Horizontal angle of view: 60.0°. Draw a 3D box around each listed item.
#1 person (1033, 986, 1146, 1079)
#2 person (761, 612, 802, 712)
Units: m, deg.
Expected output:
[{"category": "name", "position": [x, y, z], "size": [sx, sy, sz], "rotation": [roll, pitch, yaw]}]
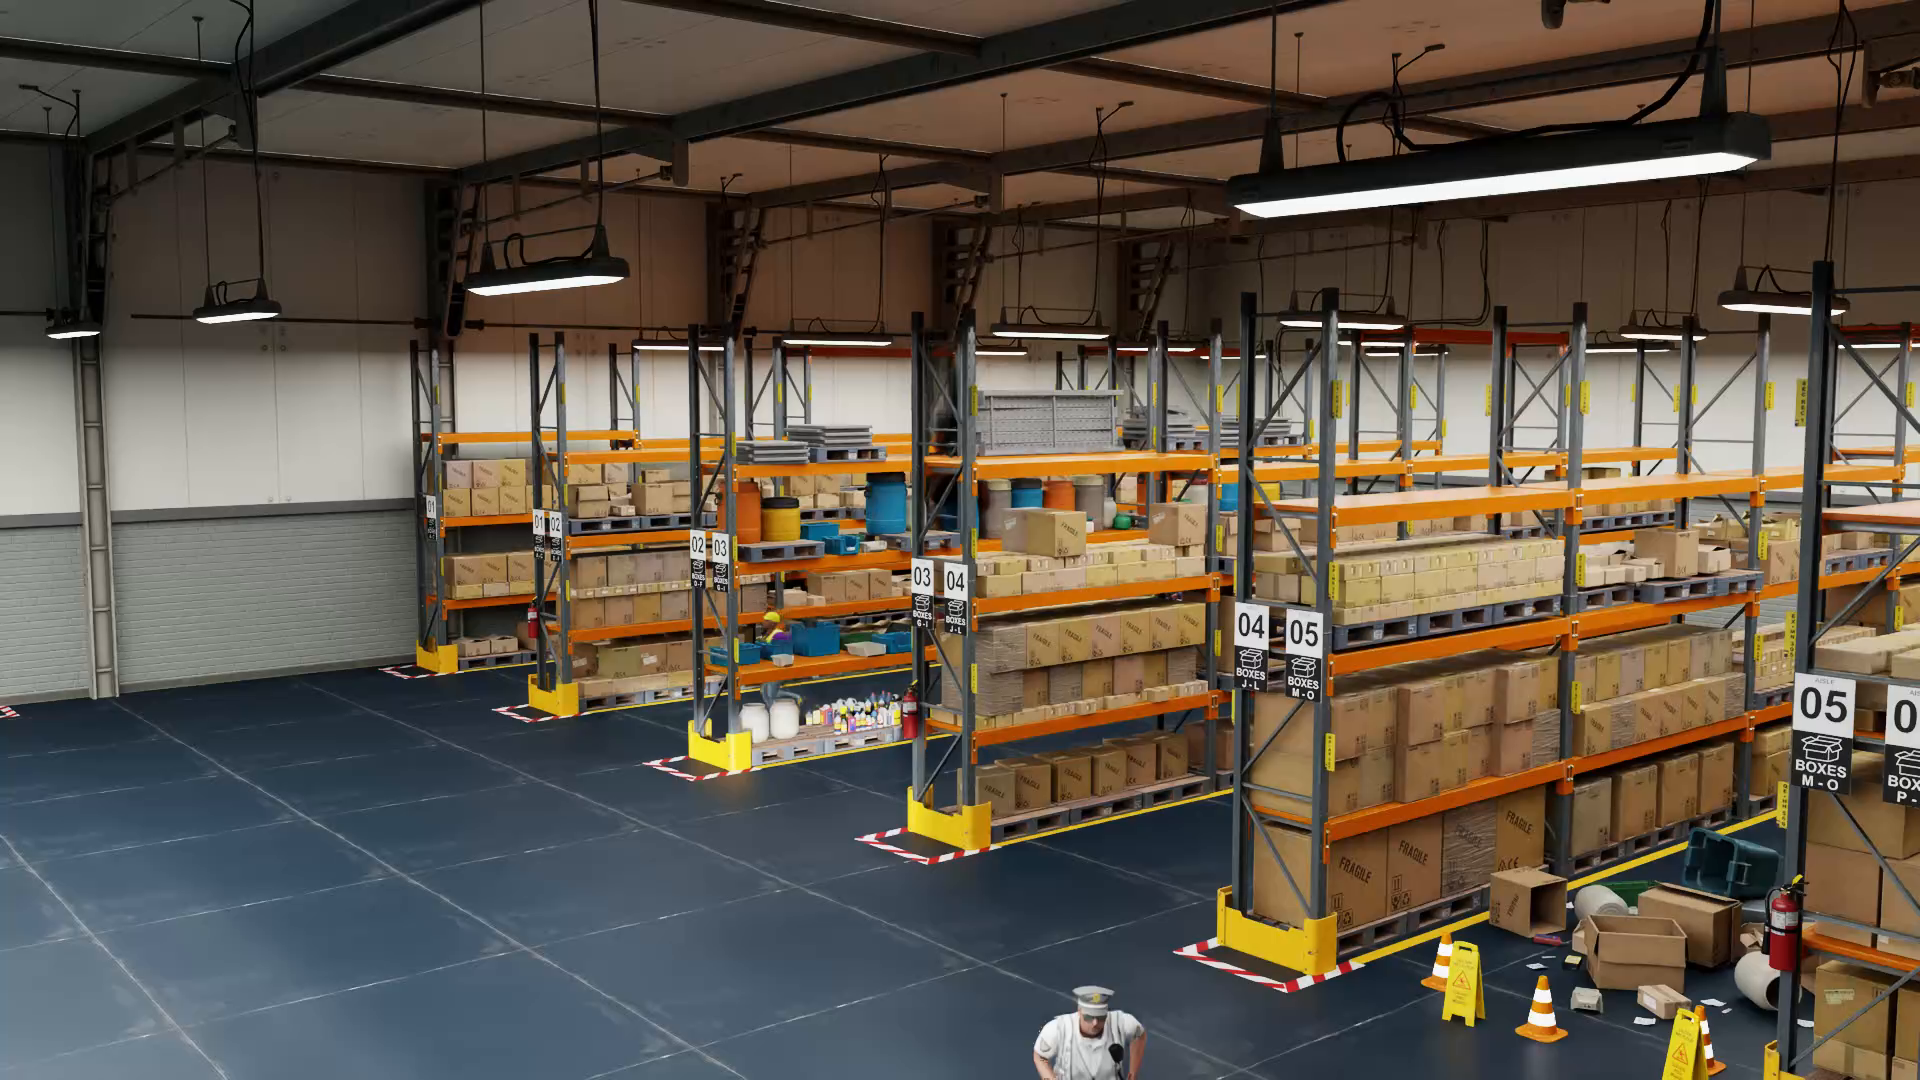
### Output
[{"category": "person", "position": [0.770, 3.419, 10.131], "size": [0.693, 1.720, 1.008], "rotation": [-1, 5, -6]}, {"category": "person", "position": [-2.731, 1.964, 25.366], "size": [0.657, 1.755, 0.708], "rotation": [-3, 6, -28]}]
